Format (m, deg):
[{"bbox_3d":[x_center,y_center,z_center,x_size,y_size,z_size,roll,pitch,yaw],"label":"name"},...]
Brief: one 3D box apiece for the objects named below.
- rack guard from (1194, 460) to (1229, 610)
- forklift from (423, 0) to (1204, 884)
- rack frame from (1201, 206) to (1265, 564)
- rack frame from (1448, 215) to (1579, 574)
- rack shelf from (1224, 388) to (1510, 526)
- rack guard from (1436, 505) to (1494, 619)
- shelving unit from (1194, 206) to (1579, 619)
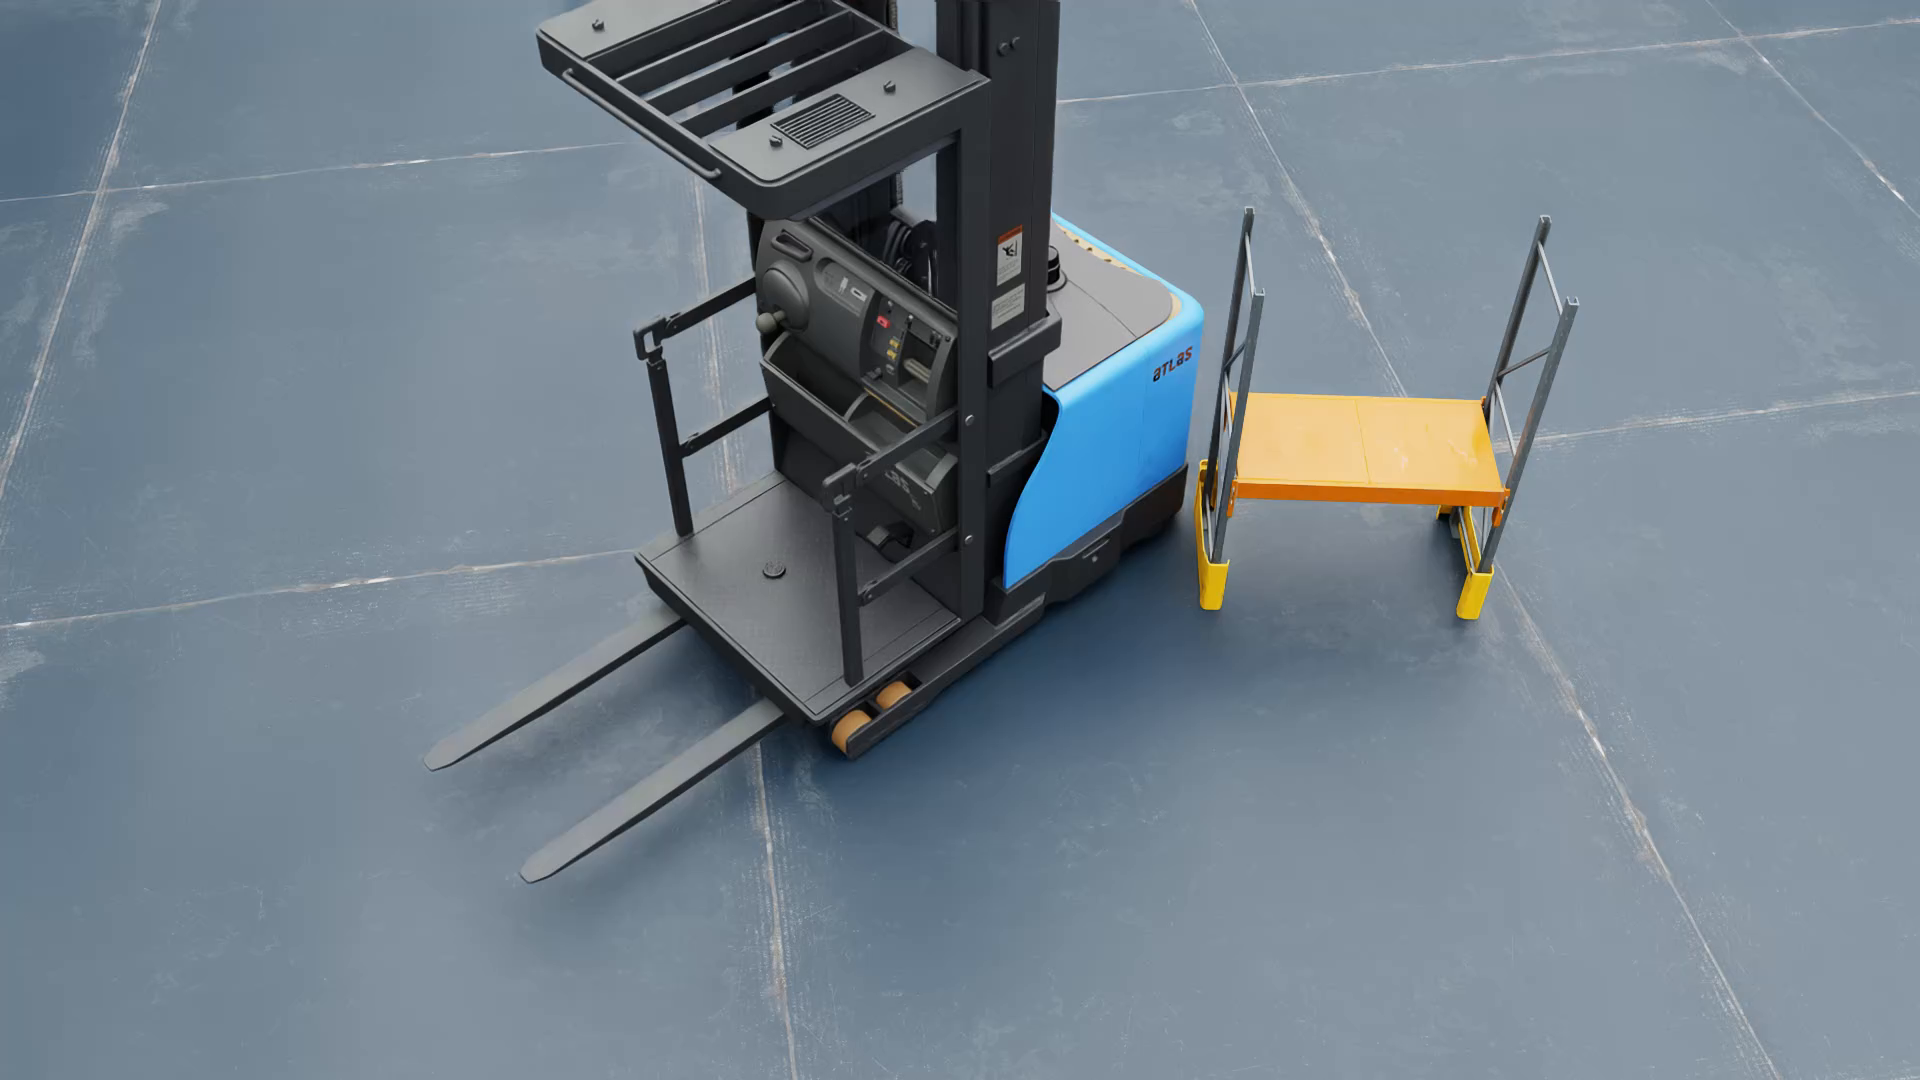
[{"bbox_3d":[0.995,-0.026,6.602,0.087,0.250,0.587,2,46,2],"label":"rack guard"},{"bbox_3d":[-0.510,-0.668,5.359,3.031,2.935,1.130,-34,55,-28],"label":"forklift"},{"bbox_3d":[0.994,-0.460,6.152,0.032,1.500,0.500,2,46,2],"label":"rack frame"},{"bbox_3d":[2.009,-0.423,6.116,0.032,1.500,0.500,2,46,2],"label":"rack frame"},{"bbox_3d":[1.502,-0.317,6.263,1.000,0.185,0.538,2,46,2],"label":"rack shelf"},{"bbox_3d":[1.990,0.010,6.567,0.087,0.250,0.587,2,46,2],"label":"rack guard"},{"bbox_3d":[1.493,-0.442,6.134,1.083,1.500,0.587,2,46,2],"label":"shelving unit"}]
